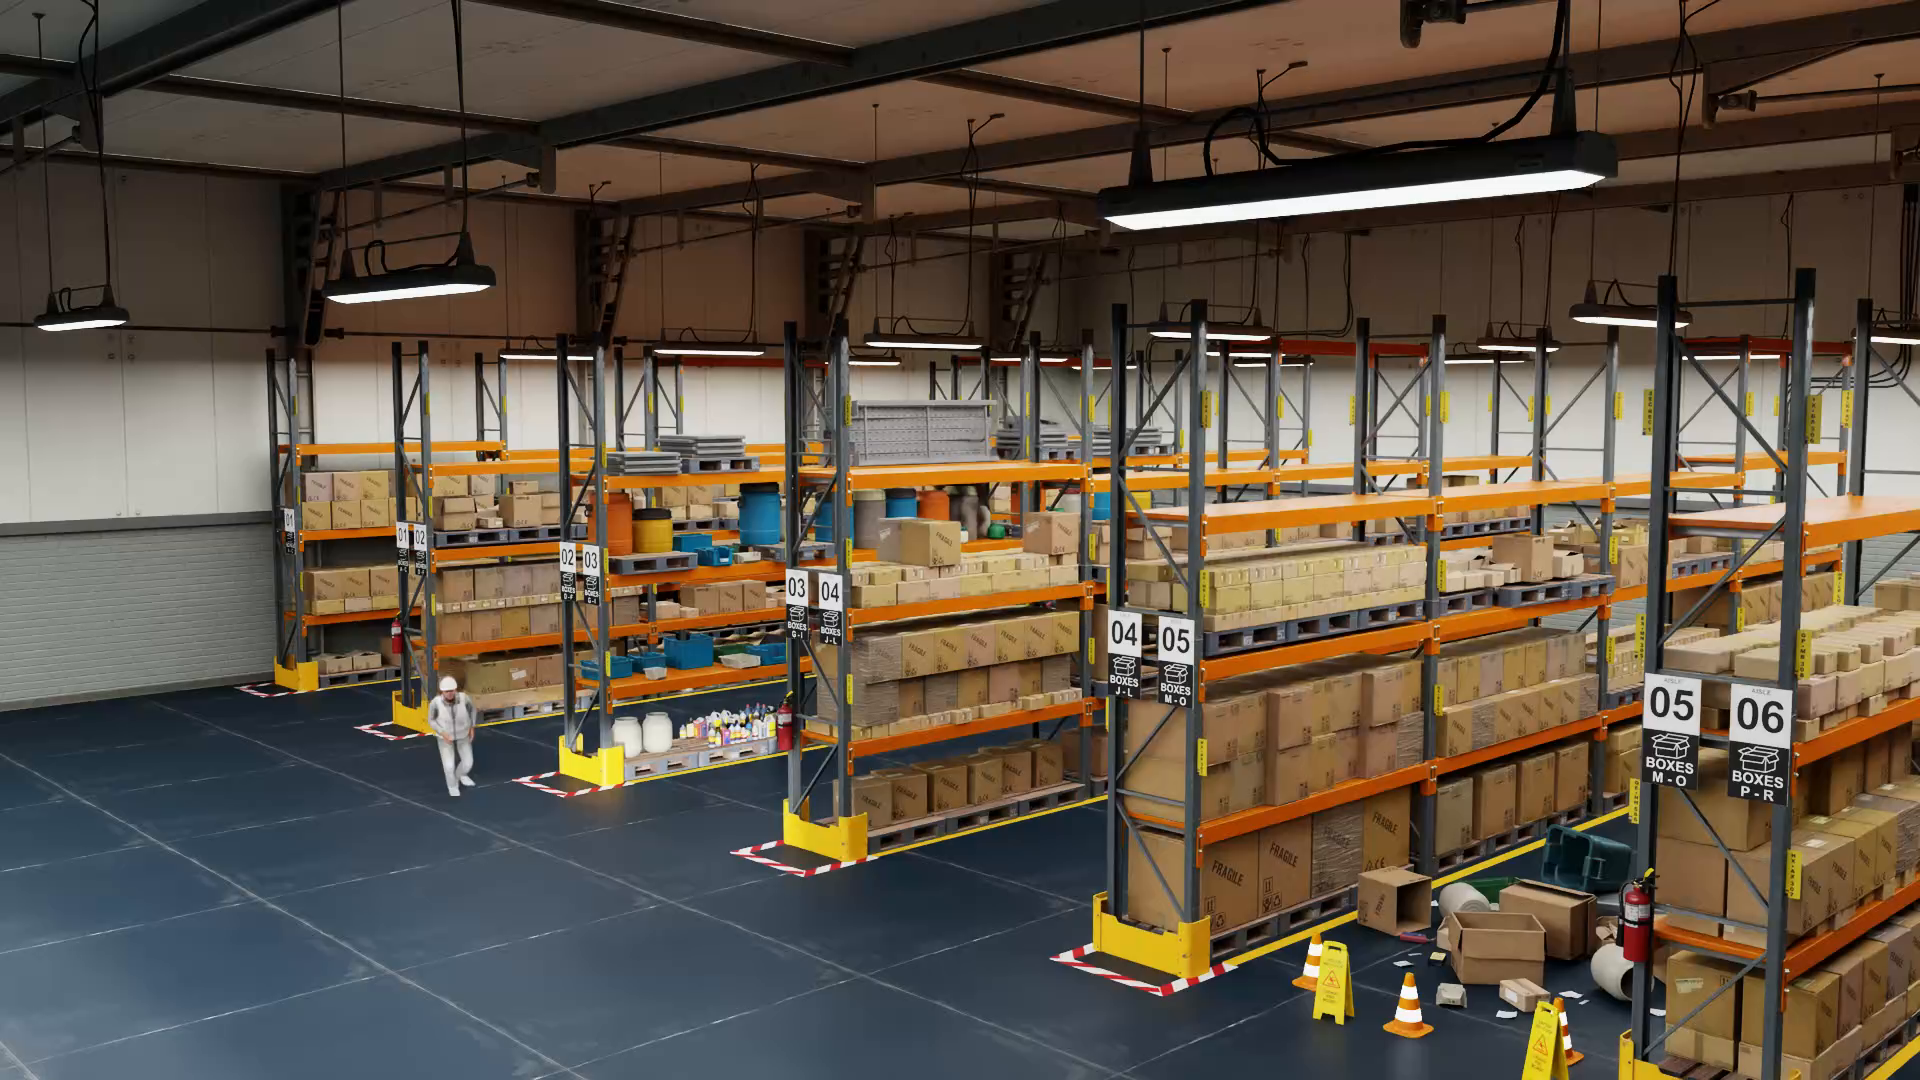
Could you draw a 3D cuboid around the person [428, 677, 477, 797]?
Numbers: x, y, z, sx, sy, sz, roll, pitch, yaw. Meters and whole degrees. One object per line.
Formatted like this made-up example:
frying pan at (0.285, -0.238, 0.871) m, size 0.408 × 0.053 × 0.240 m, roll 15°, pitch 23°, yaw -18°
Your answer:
person at (-6.526, 2.510, 21.392) m, size 0.625 × 1.615 × 0.915 m, roll -2°, pitch 5°, yaw -24°
